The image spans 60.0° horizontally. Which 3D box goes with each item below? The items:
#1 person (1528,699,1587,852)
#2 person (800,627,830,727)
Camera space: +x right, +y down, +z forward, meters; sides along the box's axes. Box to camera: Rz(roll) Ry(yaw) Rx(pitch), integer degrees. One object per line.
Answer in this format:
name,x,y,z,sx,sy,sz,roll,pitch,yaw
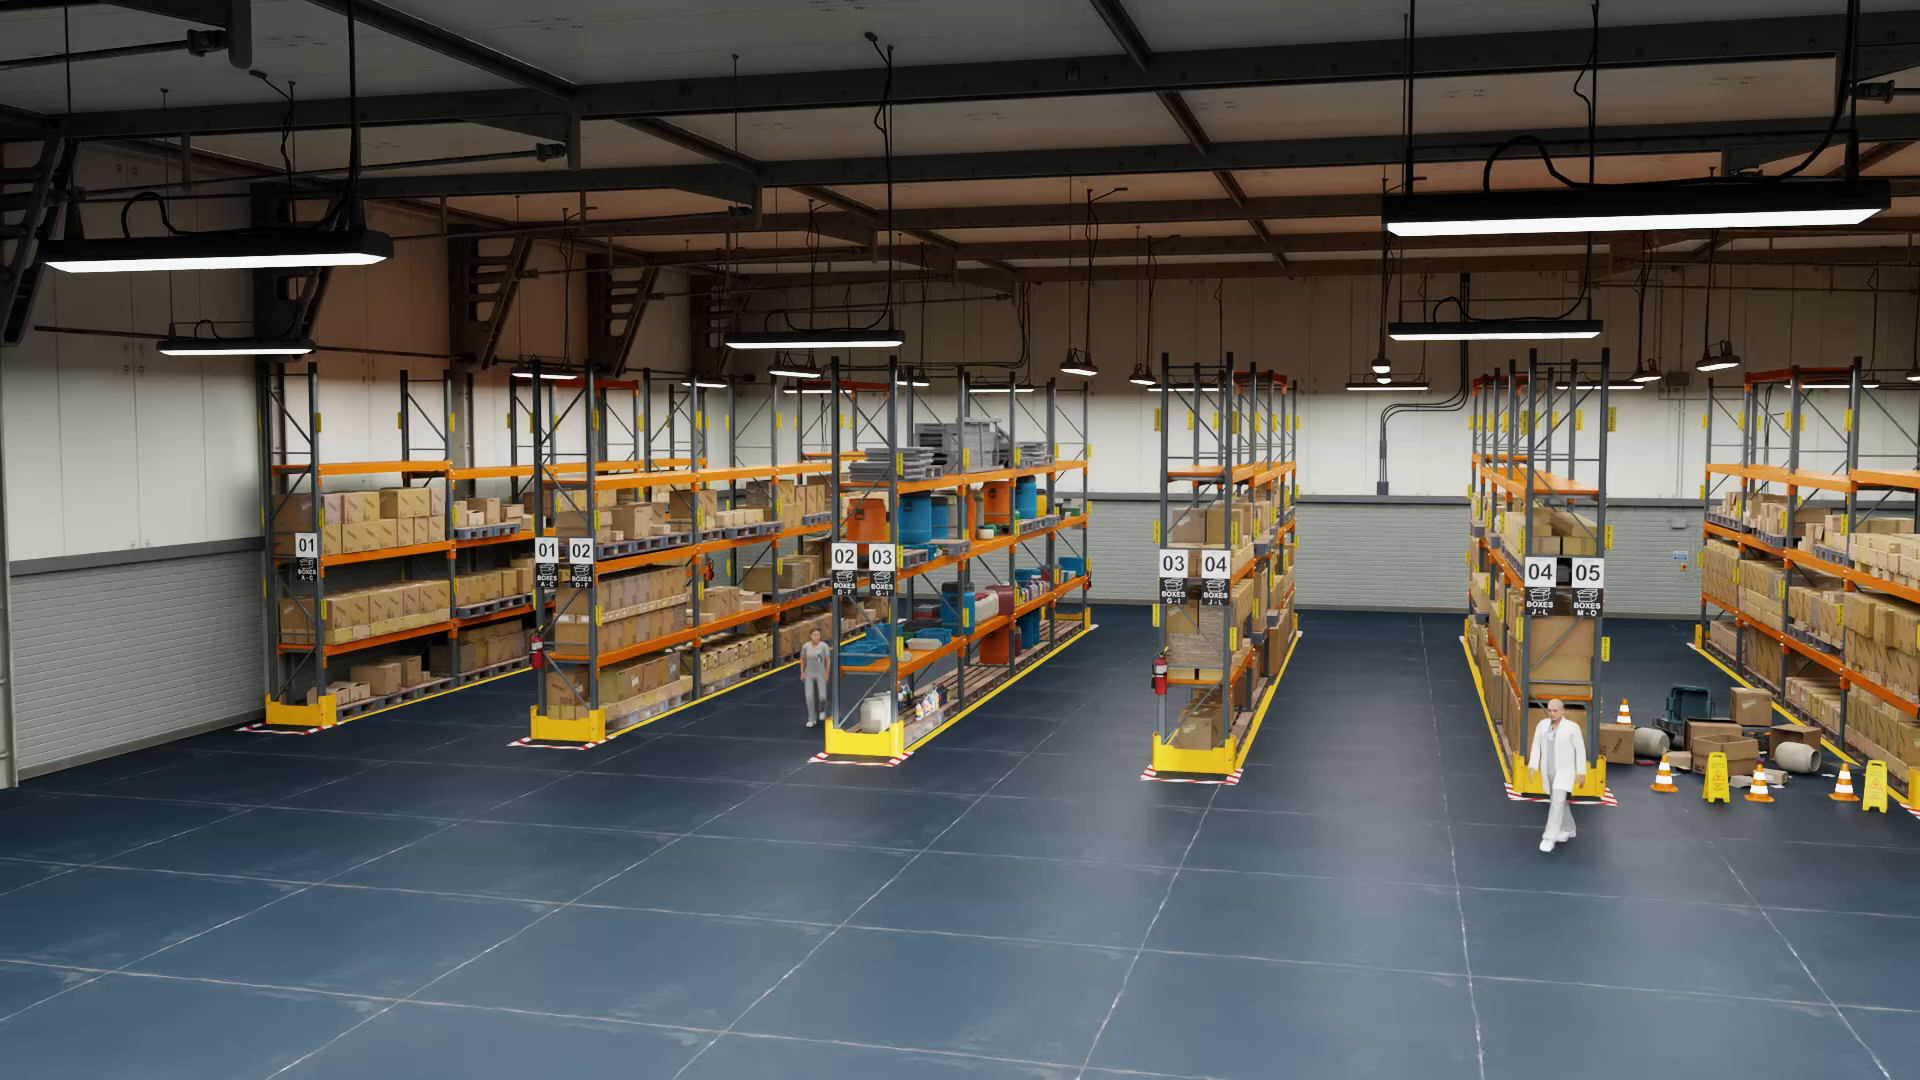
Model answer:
person,6.975,2.794,19.544,1.044,1.616,0.611,-3,5,-36
person,-2.399,2.245,27.646,0.503,1.653,0.610,0,4,-2
